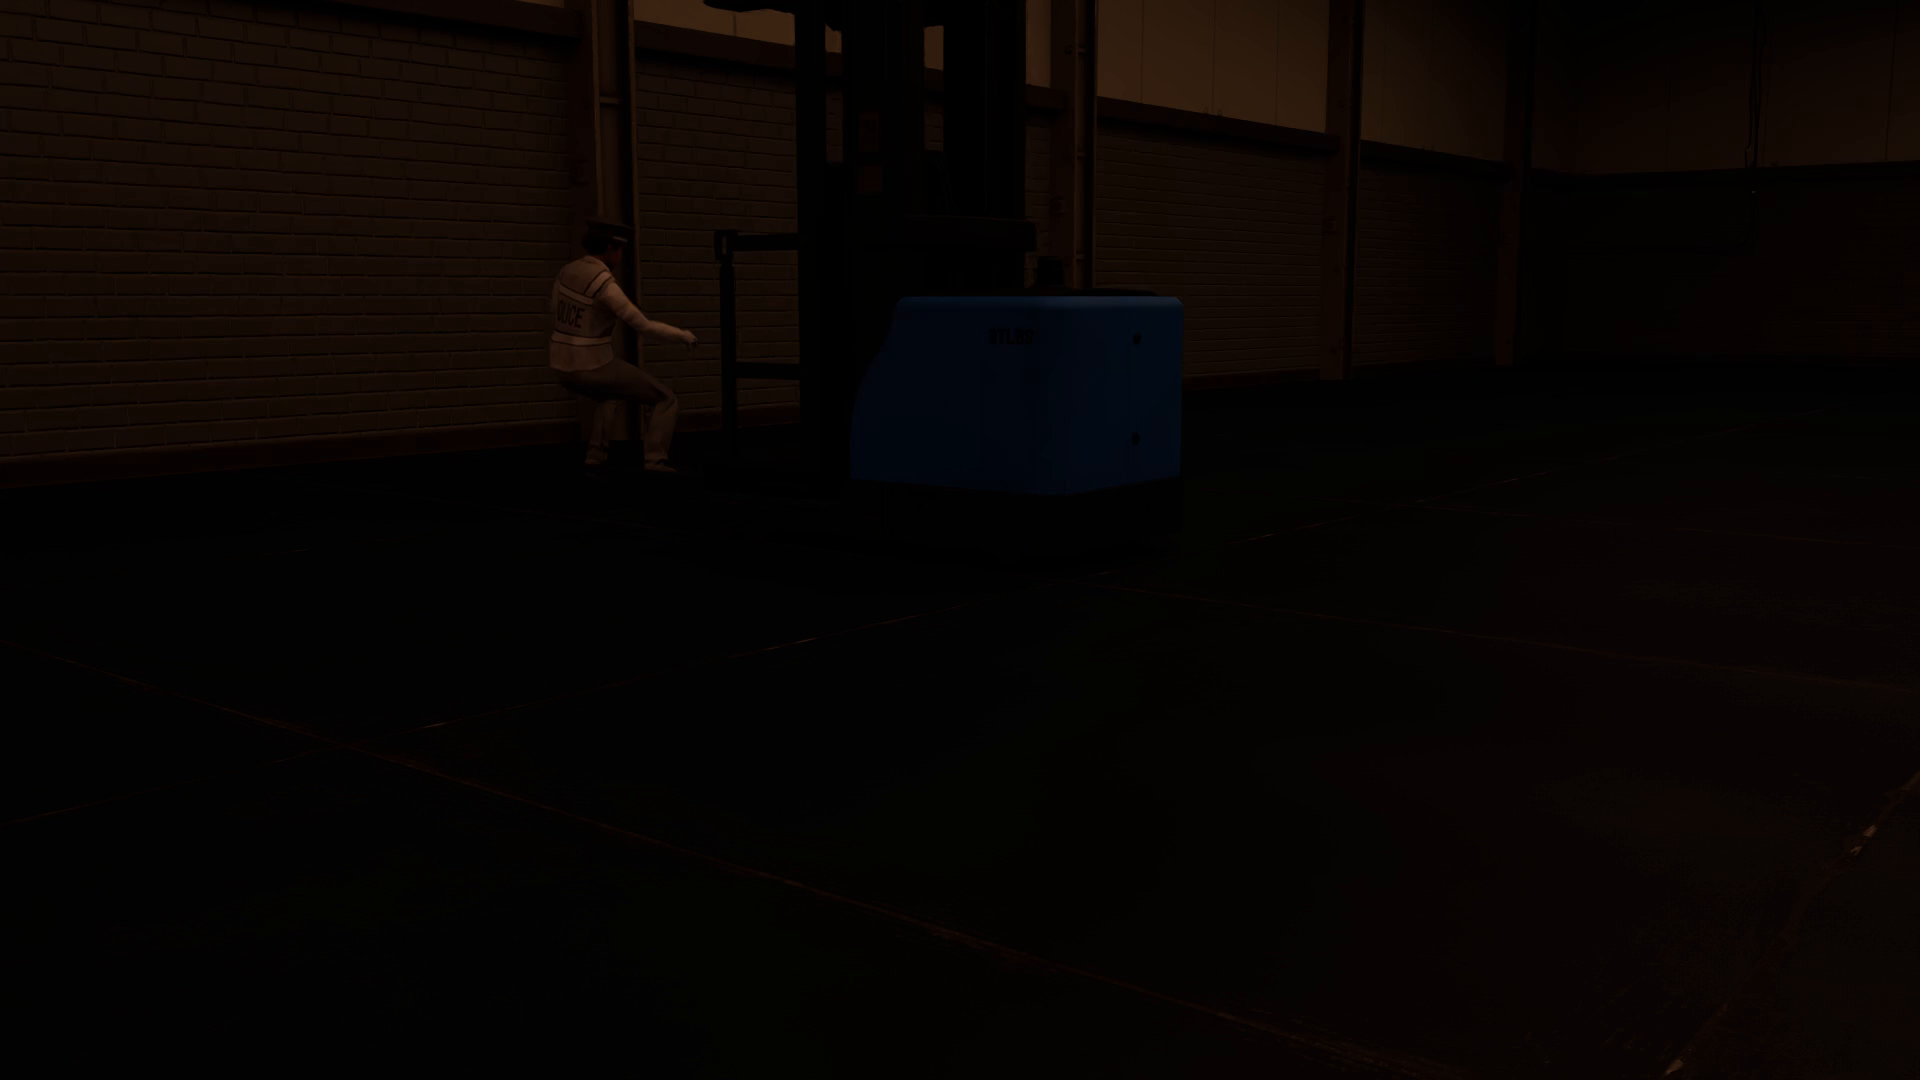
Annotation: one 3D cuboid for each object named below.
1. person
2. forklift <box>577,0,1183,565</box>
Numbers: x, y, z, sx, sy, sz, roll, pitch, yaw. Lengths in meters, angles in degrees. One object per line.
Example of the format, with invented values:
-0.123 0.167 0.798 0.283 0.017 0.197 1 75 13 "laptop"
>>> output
-1.811 -0.992 8.897 0.799 1.426 0.716 7 11 41 "person"
-0.518 -1.498 7.519 3.031 2.935 1.130 6 10 37 "forklift"
